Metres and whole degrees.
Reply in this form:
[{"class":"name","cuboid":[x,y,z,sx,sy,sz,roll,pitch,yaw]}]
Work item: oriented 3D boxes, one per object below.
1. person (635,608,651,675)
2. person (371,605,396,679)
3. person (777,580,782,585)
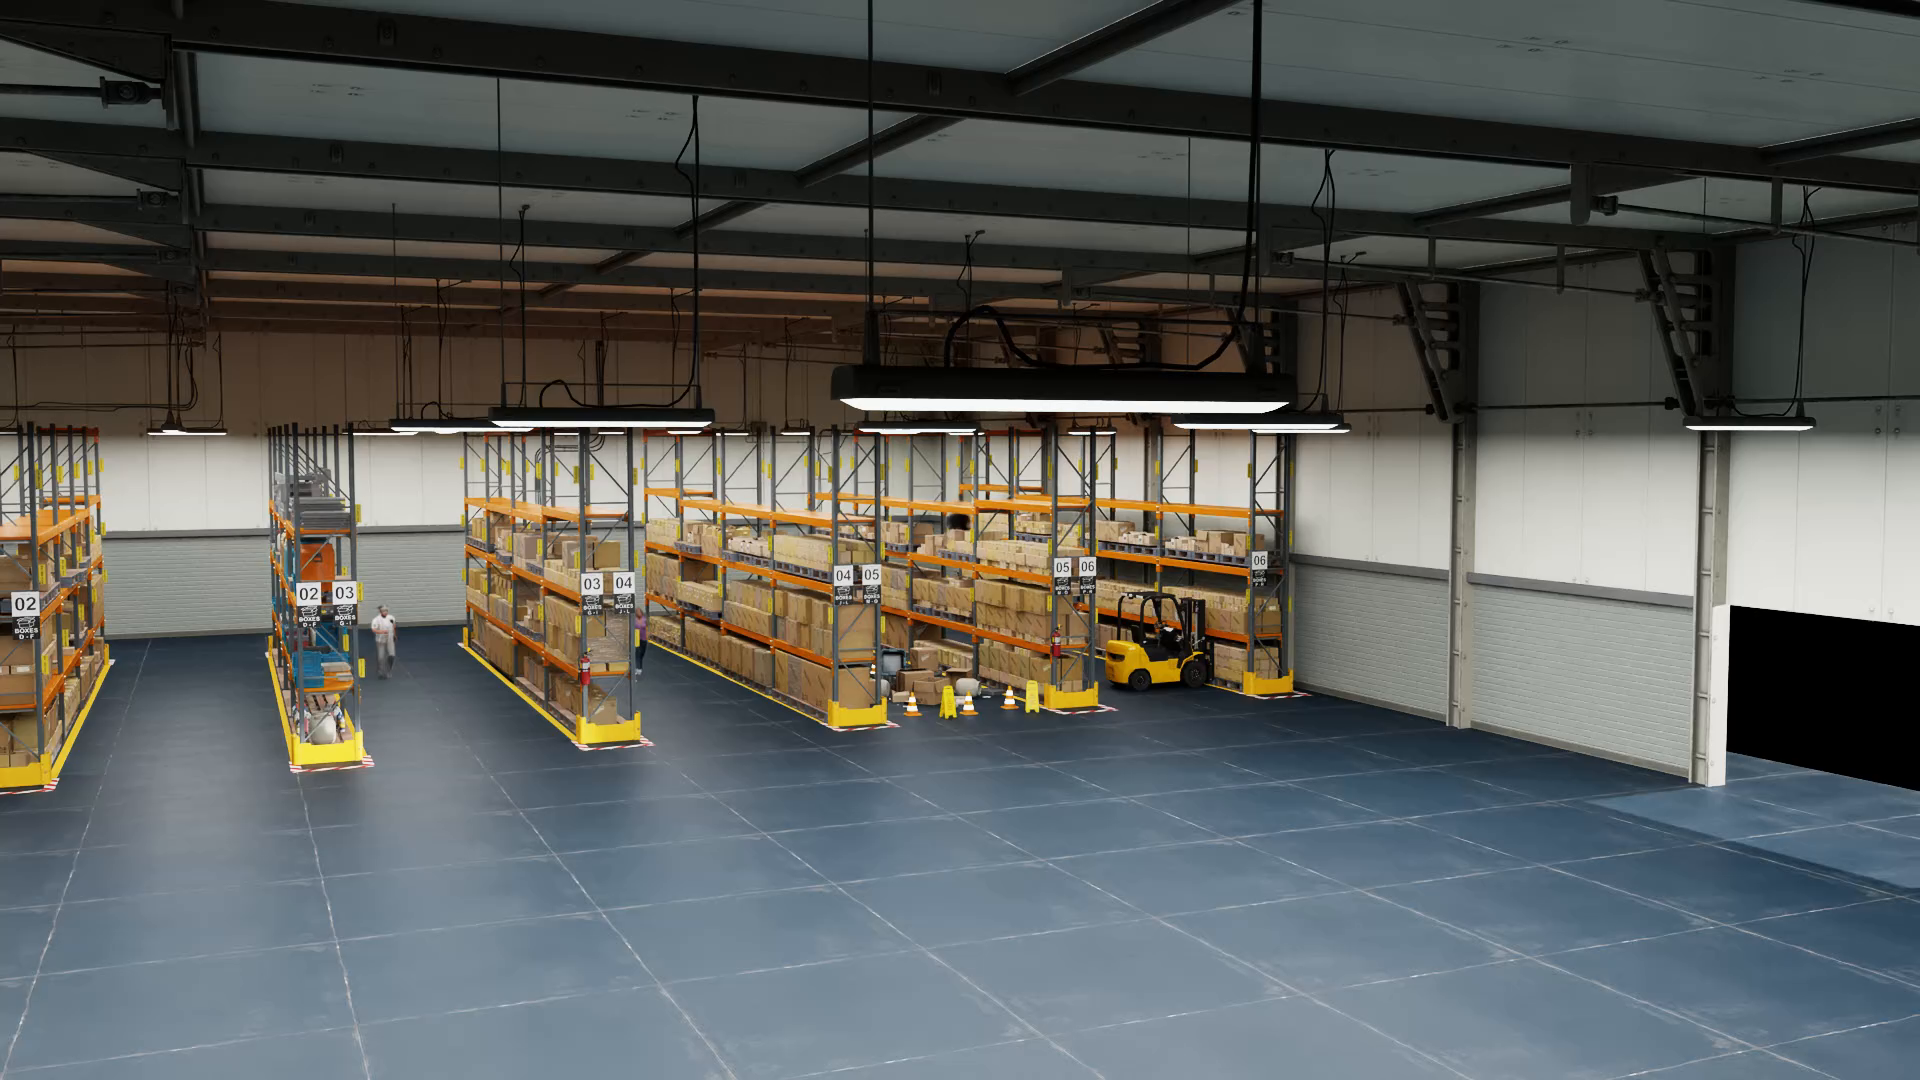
[{"class":"person","cuboid":[-7.832,2.450,40.630,0.541,1.606,0.722,-1,4,-20]},{"class":"person","cuboid":[-13.699,2.432,39.594,0.618,1.817,0.832,-2,4,-33]},{"class":"person","cuboid":[-4.897,2.007,46.374,0.922,1.756,0.667,2,4,34]}]
